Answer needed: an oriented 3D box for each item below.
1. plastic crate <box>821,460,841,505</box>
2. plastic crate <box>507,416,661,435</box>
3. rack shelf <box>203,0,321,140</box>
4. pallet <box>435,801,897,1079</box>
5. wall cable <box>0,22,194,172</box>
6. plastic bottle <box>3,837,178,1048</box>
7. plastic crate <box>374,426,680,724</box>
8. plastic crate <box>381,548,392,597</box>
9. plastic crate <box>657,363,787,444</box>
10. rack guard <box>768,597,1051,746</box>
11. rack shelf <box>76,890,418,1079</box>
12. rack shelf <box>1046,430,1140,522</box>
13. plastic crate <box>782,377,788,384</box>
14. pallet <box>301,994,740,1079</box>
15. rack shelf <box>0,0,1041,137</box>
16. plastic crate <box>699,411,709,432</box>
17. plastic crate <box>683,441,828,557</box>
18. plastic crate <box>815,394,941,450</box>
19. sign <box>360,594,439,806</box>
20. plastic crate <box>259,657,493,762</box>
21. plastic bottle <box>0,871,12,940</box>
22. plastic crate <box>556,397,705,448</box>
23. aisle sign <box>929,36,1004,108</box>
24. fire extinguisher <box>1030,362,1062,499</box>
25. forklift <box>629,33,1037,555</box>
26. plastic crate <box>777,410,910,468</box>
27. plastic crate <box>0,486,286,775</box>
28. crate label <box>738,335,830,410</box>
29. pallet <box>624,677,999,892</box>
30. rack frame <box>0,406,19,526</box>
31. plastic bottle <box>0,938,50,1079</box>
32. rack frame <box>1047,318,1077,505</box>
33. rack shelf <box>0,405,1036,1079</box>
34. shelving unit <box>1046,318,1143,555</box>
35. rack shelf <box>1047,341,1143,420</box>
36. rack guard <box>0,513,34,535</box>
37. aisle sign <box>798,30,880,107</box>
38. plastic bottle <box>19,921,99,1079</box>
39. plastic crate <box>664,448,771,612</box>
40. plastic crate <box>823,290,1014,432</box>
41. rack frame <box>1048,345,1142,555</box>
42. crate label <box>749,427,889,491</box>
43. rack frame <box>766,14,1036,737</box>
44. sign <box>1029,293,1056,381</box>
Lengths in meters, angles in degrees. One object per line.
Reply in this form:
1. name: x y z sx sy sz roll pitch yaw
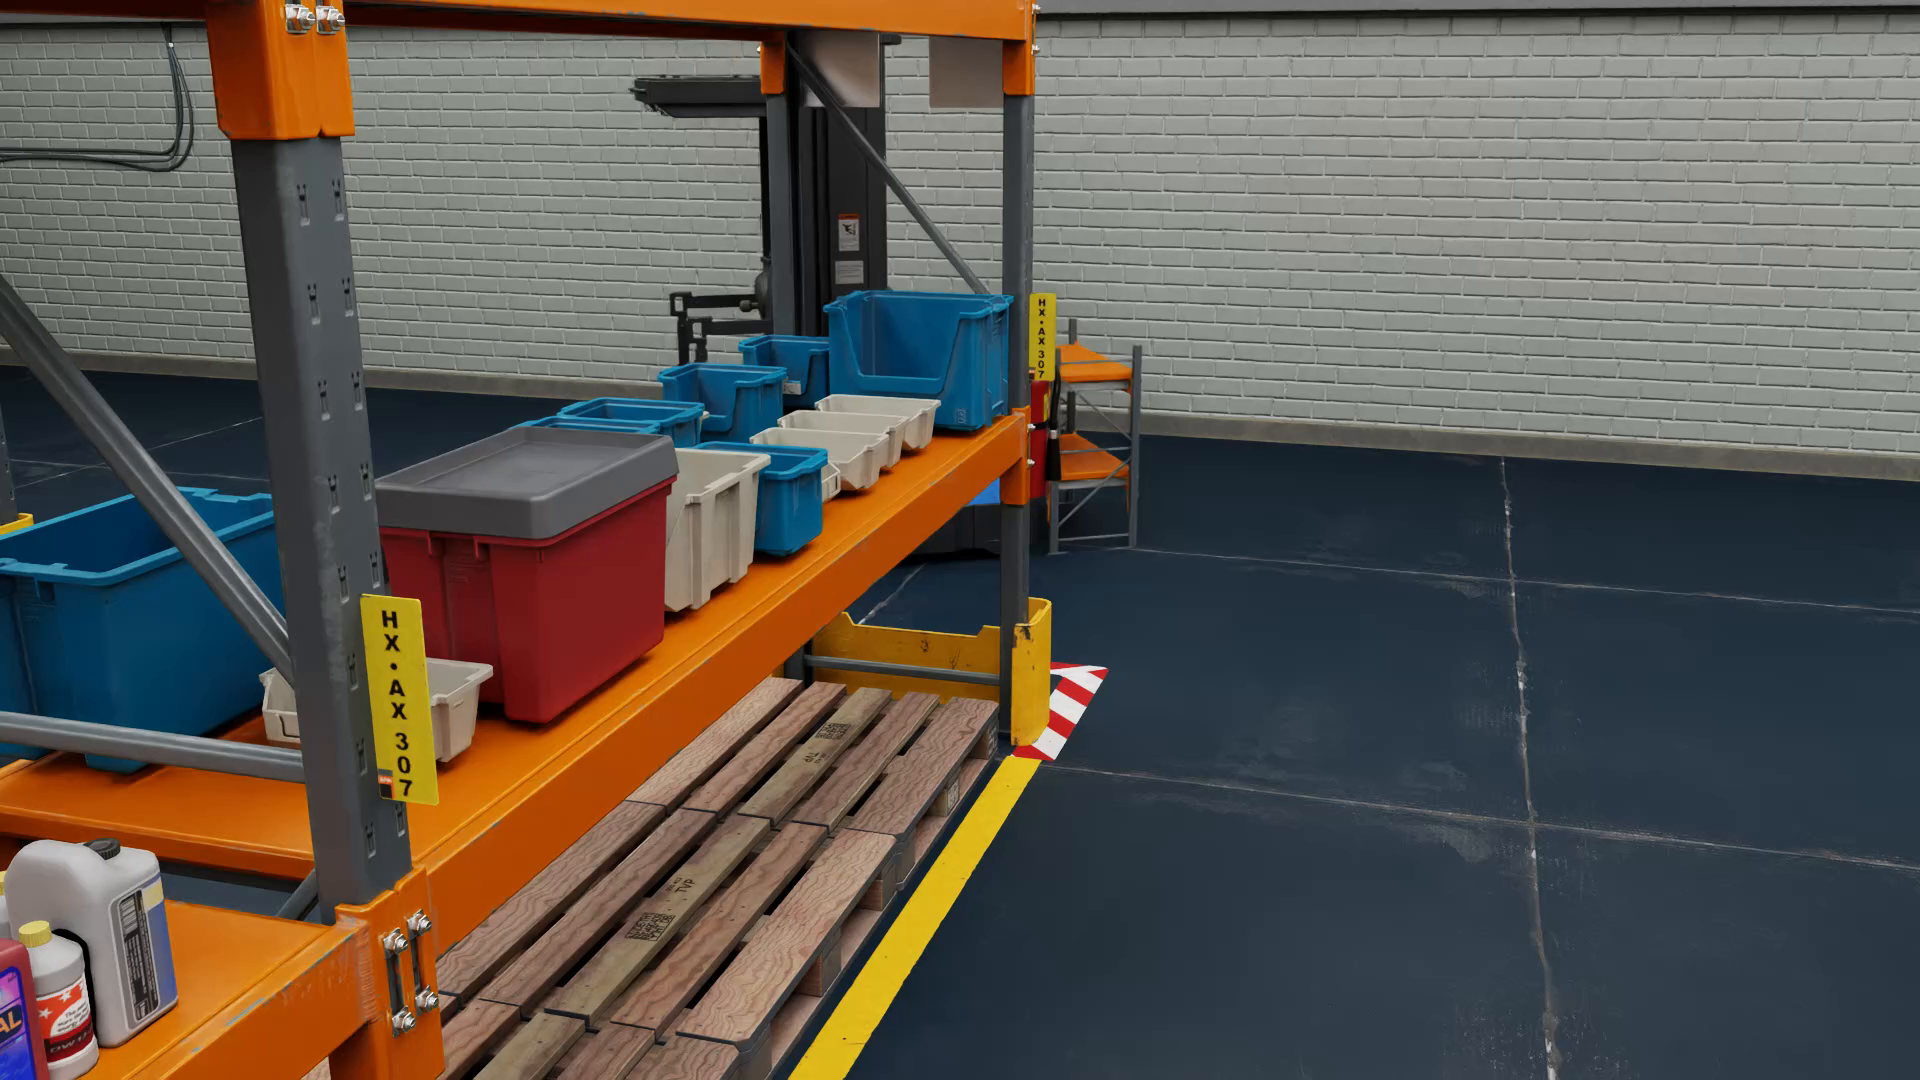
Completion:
1. plastic crate: -0.501 -0.163 4.779 0.298 0.136 0.250 5 16 16
2. plastic crate: -1.070 -0.203 4.744 0.416 0.233 0.300 5 16 16
3. rack shelf: -1.930 -0.244 0.513 1.077 0.370 4.000 5 16 16
4. pallet: -0.845 1.156 4.867 1.003 0.211 1.213 5 16 16
5. wall cable: -7.774 -4.329 13.791 3.097 2.526 0.112 5 16 16
6. plastic bottle: -1.164 0.518 2.233 0.152 0.276 0.135 5 16 16
7. plastic crate: -0.868 0.056 3.407 0.402 0.464 0.583 5 16 16
8. plastic crate: -1.301 0.120 3.804 0.437 0.125 0.590 5 16 16
9. plastic crate: -0.798 -0.453 5.628 0.416 0.233 0.300 5 16 16
10. rack guard: -0.231 0.479 6.725 1.175 0.500 0.348 5 16 16
11. rack shelf: -1.930 1.199 0.922 1.077 0.370 4.000 5 16 16
12. rack shelf: 0.588 -0.379 9.500 0.538 0.278 1.000 -4 16 -15
13. plastic crate: -0.781 -0.502 5.975 0.250 0.136 0.298 5 16 16
14. pallet: -1.190 1.476 3.738 1.003 0.211 1.213 5 16 16
15. rack shelf: -0.793 -1.290 4.202 1.077 0.370 4.000 5 16 16
16. plastic crate: -0.974 -0.324 5.349 0.250 0.136 0.298 5 16 16
17. plastic crate: -0.563 -0.108 4.408 0.416 0.233 0.300 5 16 16
18. plastic crate: -0.283 -0.391 5.584 0.396 0.136 0.243 5 16 16
19. sign: -0.835 0.240 2.479 0.100 0.325 0.005 5 16 16
20. plastic crate: -1.092 0.317 3.086 0.396 0.136 0.243 5 16 16
21. plastic bottle: -1.289 0.549 2.261 0.097 0.201 0.097 0 16 0
22. plastic crate: -0.985 -0.281 5.020 0.416 0.233 0.300 5 16 16
23. aisle sign: 0.076 -1.963 5.990 0.394 0.787 0.004 5 16 16
24. fire extinguisher: 0.254 -0.504 6.434 0.296 0.674 0.183 5 16 16
25. forklift: -1.157 -1.355 8.735 3.031 2.935 1.130 -4 16 -14
26. plastic crate: -0.379 -0.316 5.321 0.396 0.136 0.243 5 16 16
27. plastic crate: -1.556 0.160 3.186 0.392 0.384 0.575 5 16 16
28. crate label: -0.611 -0.626 6.235 0.416 0.233 0.303 5 16 16
29. pallet: -0.497 0.838 5.988 1.003 0.211 1.213 5 16 16
30. rack frame: -4.973 -1.101 7.716 1.000 3.000 0.127 5 16 16
31. plastic bottle: -1.186 0.578 2.007 0.061 0.283 0.133 5 16 16
32. rack frame: 0.448 -0.748 9.904 0.500 1.125 0.032 -4 16 -15
33. rack shelf: -0.793 0.153 4.611 1.077 0.370 4.000 5 16 16
34. shelving unit: 0.588 -0.614 9.434 0.538 1.125 1.048 -4 16 -15
35. rack shelf: 0.588 -0.896 9.354 0.538 0.278 1.000 -4 16 -15
36. rack guard: -4.995 0.121 7.987 1.175 0.500 0.348 5 16 16
37. aisle sign: -0.489 -2.009 6.151 0.394 0.787 0.004 5 16 16
38. plastic bottle: -1.170 0.586 2.129 0.097 0.201 0.097 0 16 0
39. plastic crate: -0.751 -0.027 4.035 0.437 0.282 0.530 5 16 16
40. plastic crate: -0.141 -0.660 5.985 0.616 0.435 0.499 5 16 16
41. rack frame: 0.727 -0.481 8.963 0.500 1.125 0.032 -4 16 -15
42. crate label: -0.435 -0.242 5.057 0.396 0.136 0.243 5 16 16
43. rack frame: -0.225 -0.716 6.358 1.000 3.000 0.127 5 16 16
44. sign: 0.307 -0.756 6.200 0.100 0.325 0.005 5 16 16
